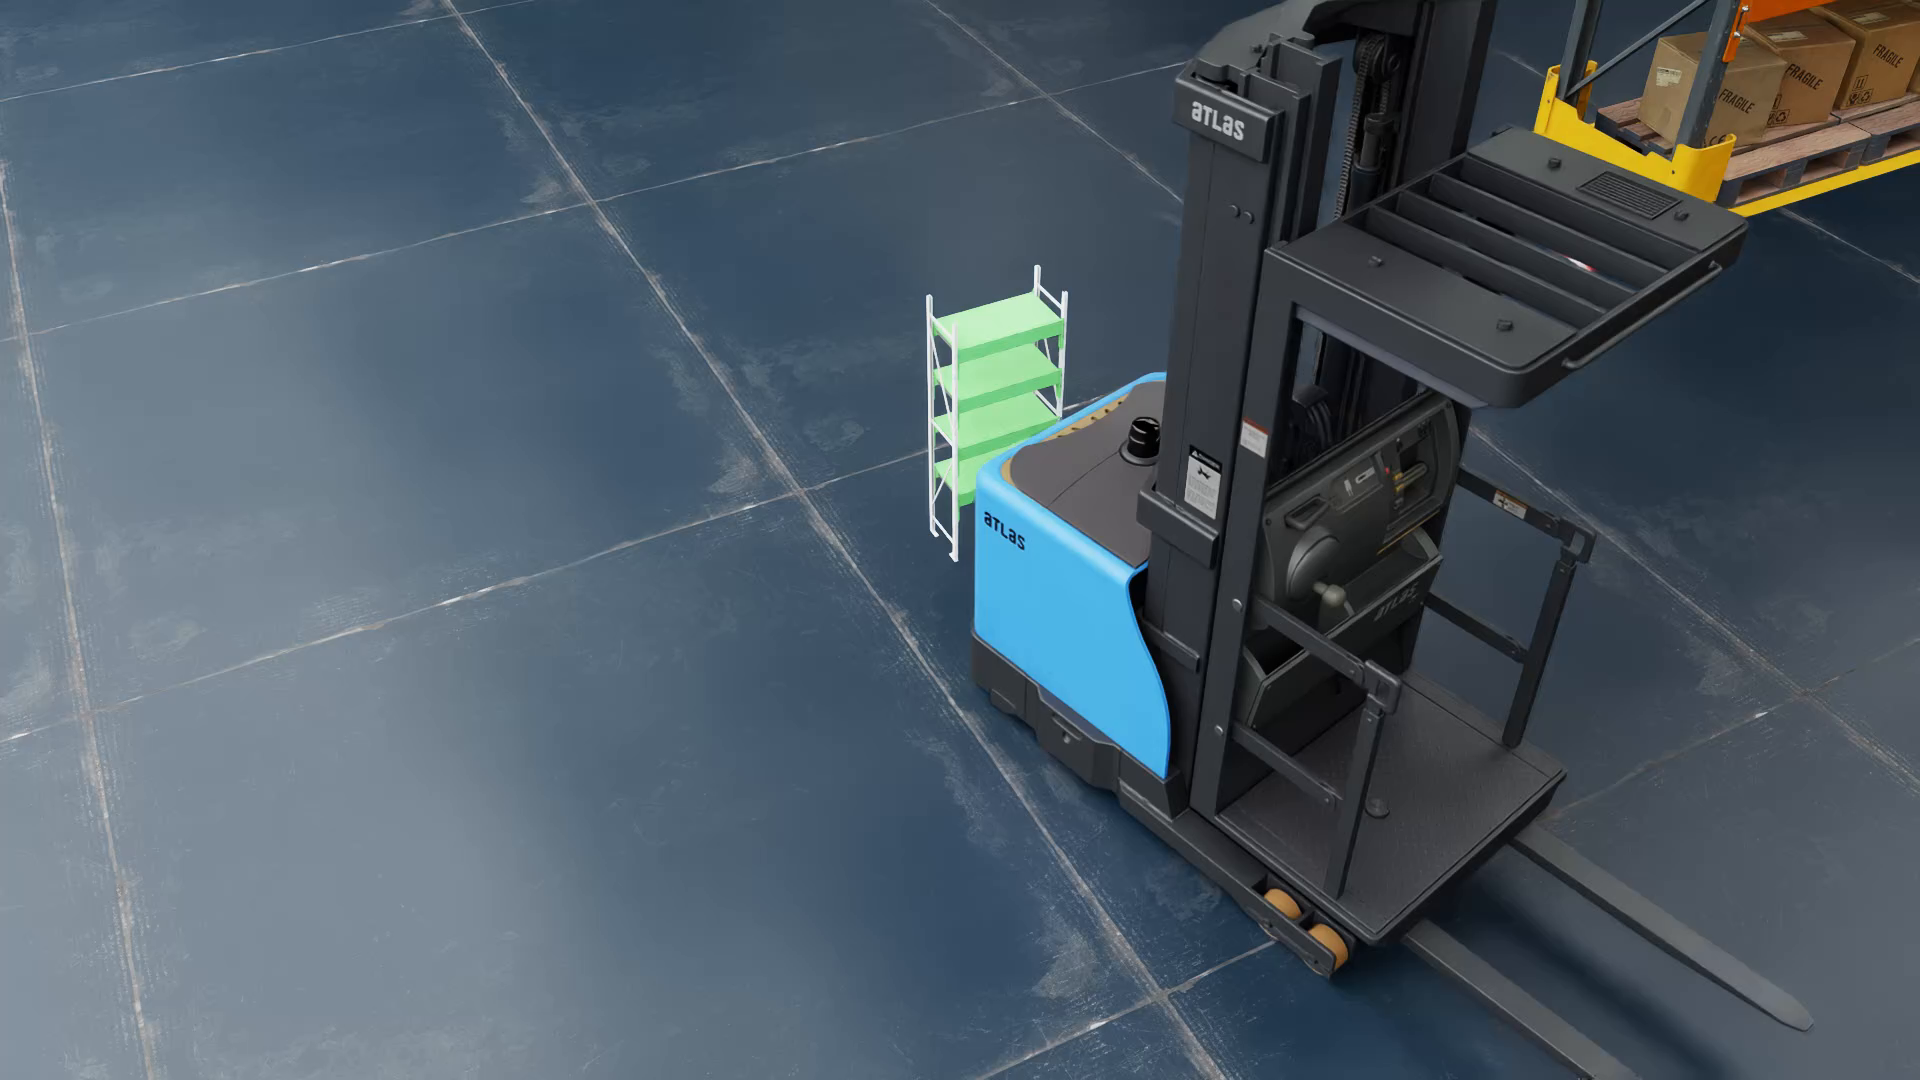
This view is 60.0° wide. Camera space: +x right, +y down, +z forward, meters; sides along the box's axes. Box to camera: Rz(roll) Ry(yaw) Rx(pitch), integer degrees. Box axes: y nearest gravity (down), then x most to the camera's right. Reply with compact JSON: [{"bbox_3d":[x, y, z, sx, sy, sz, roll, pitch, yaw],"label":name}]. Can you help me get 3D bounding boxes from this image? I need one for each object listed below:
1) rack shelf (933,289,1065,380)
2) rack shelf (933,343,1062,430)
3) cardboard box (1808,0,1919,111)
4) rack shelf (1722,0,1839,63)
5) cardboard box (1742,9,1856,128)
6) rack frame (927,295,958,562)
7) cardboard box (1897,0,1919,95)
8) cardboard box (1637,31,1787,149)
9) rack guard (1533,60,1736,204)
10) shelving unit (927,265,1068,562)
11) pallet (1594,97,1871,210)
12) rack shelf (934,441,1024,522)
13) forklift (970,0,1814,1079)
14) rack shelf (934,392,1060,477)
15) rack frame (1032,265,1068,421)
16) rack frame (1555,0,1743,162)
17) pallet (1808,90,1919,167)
[{"bbox_3d":[0.147,-0.825,6.652,0.480,0.148,0.258,-19,44,-21],"label":"rack shelf"},{"bbox_3d":[0.147,-0.642,6.807,0.480,0.148,0.258,-19,44,-21],"label":"rack shelf"},{"bbox_3d":[5.409,-2.969,10.045,0.500,0.500,0.500,-15,42,-17],"label":"cardboard box"},{"bbox_3d":[5.543,-3.534,9.660,4.000,0.370,1.077,-19,44,-21],"label":"rack shelf"},{"bbox_3d":[4.845,-2.793,9.837,0.500,0.500,0.500,-8,41,-9],"label":"cardboard box"},{"bbox_3d":[-0.070,-0.435,6.835,0.015,1.200,0.240,-19,44,-21],"label":"rack frame"},{"bbox_3d":[5.925,-3.109,10.211,0.500,0.500,0.500,-22,45,-24],"label":"cardboard box"},{"bbox_3d":[4.331,-2.594,9.603,0.500,0.500,0.500,-11,41,-13],"label":"cardboard box"},{"bbox_3d":[3.837,-2.280,9.557,0.348,0.500,1.175,-19,44,-21],"label":"rack guard"},{"bbox_3d":[0.147,-0.507,6.921,0.503,1.200,0.258,-19,44,-21],"label":"shelving unit"},{"bbox_3d":[4.574,-2.392,9.913,1.213,0.211,1.003,-19,44,-21],"label":"pallet"},{"bbox_3d":[0.147,-0.275,7.117,0.480,0.148,0.258,-19,44,-21],"label":"rack shelf"},{"bbox_3d":[1.392,-0.048,5.039,1.130,2.935,3.031,-30,49,-30],"label":"forklift"},{"bbox_3d":[0.147,-0.459,6.962,0.480,0.148,0.258,-19,44,-21],"label":"rack shelf"},{"bbox_3d":[0.363,-0.580,7.007,0.015,1.200,0.240,-19,44,-21],"label":"rack frame"},{"bbox_3d":[3.769,-3.212,8.722,0.127,3.000,1.000,-19,44,-21],"label":"rack frame"},{"bbox_3d":[5.654,-2.754,10.340,1.213,0.211,1.003,-19,44,-21],"label":"pallet"}]
